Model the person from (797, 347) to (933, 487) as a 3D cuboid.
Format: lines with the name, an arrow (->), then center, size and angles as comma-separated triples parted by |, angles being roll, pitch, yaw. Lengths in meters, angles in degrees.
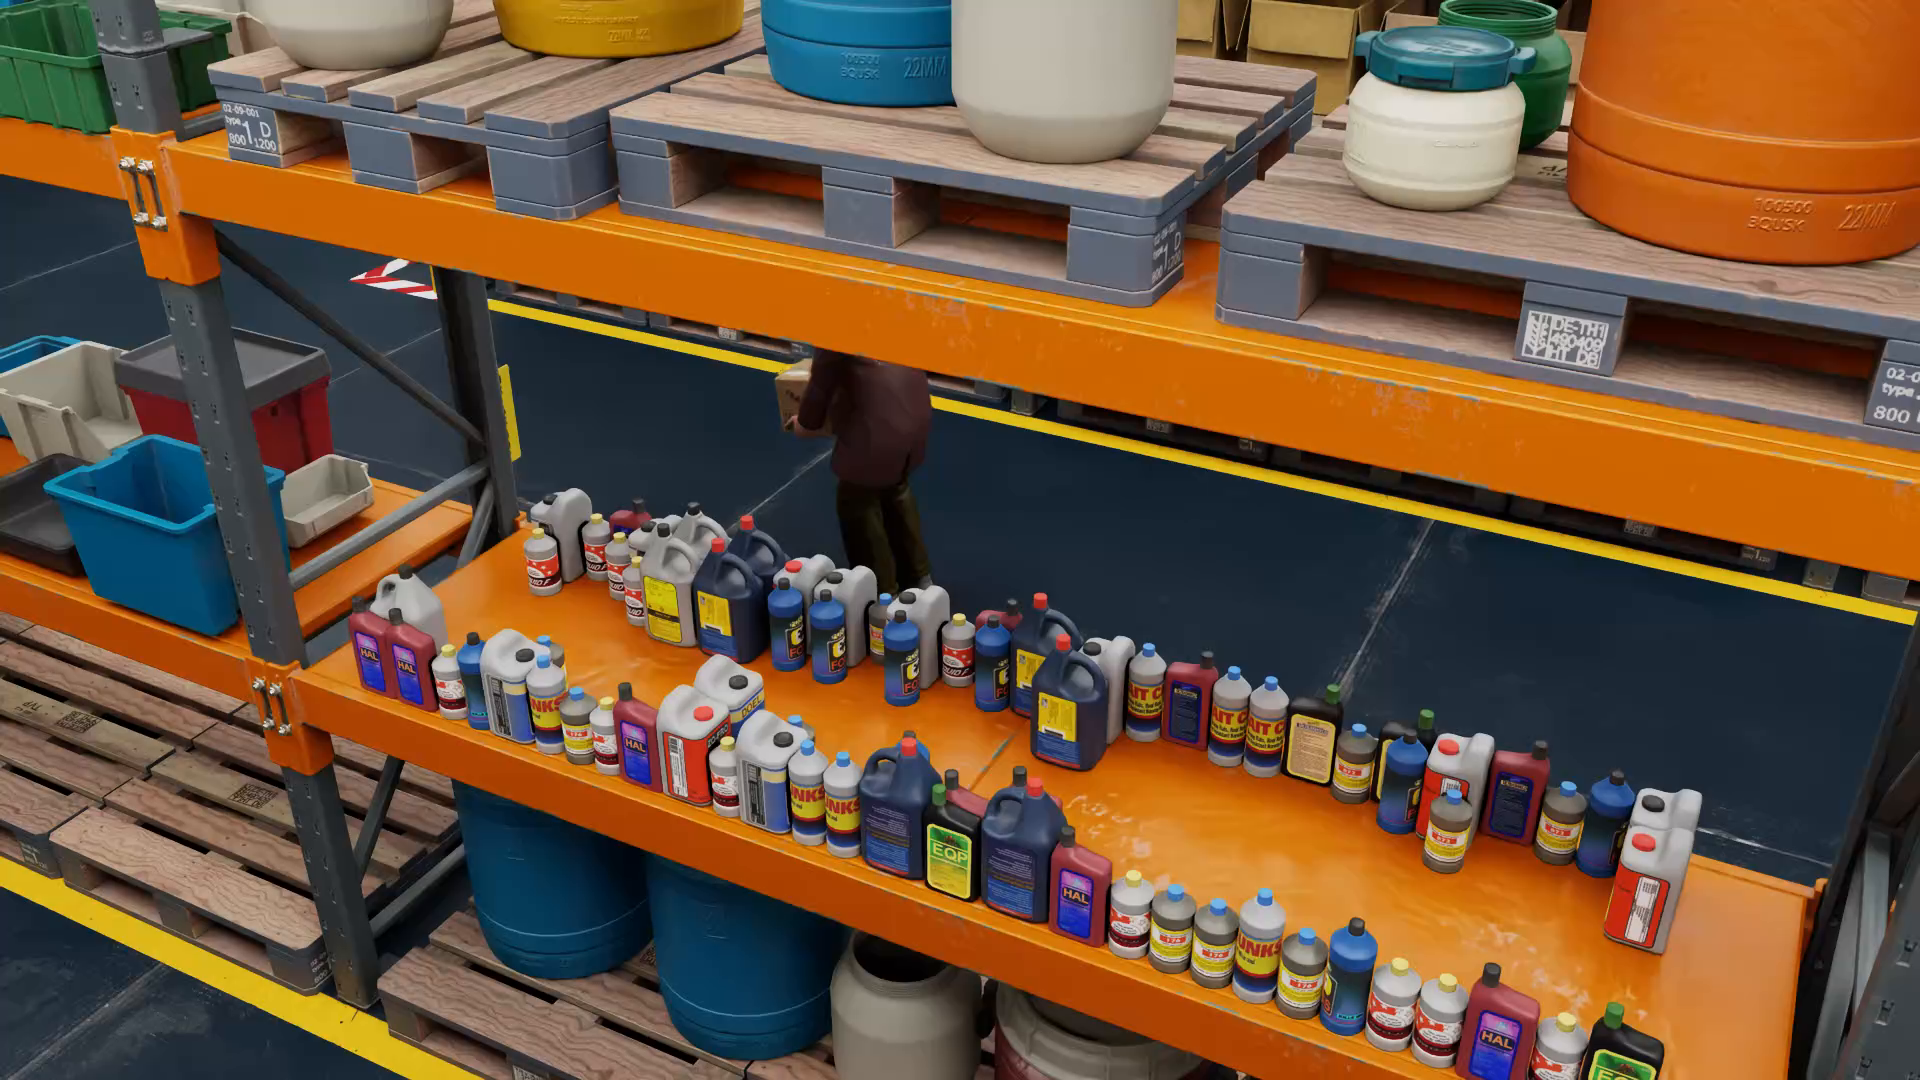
person -> -0.389, -0.723, 6.989 | 0.526, 0.927, 0.533 | 14, 32, 23
